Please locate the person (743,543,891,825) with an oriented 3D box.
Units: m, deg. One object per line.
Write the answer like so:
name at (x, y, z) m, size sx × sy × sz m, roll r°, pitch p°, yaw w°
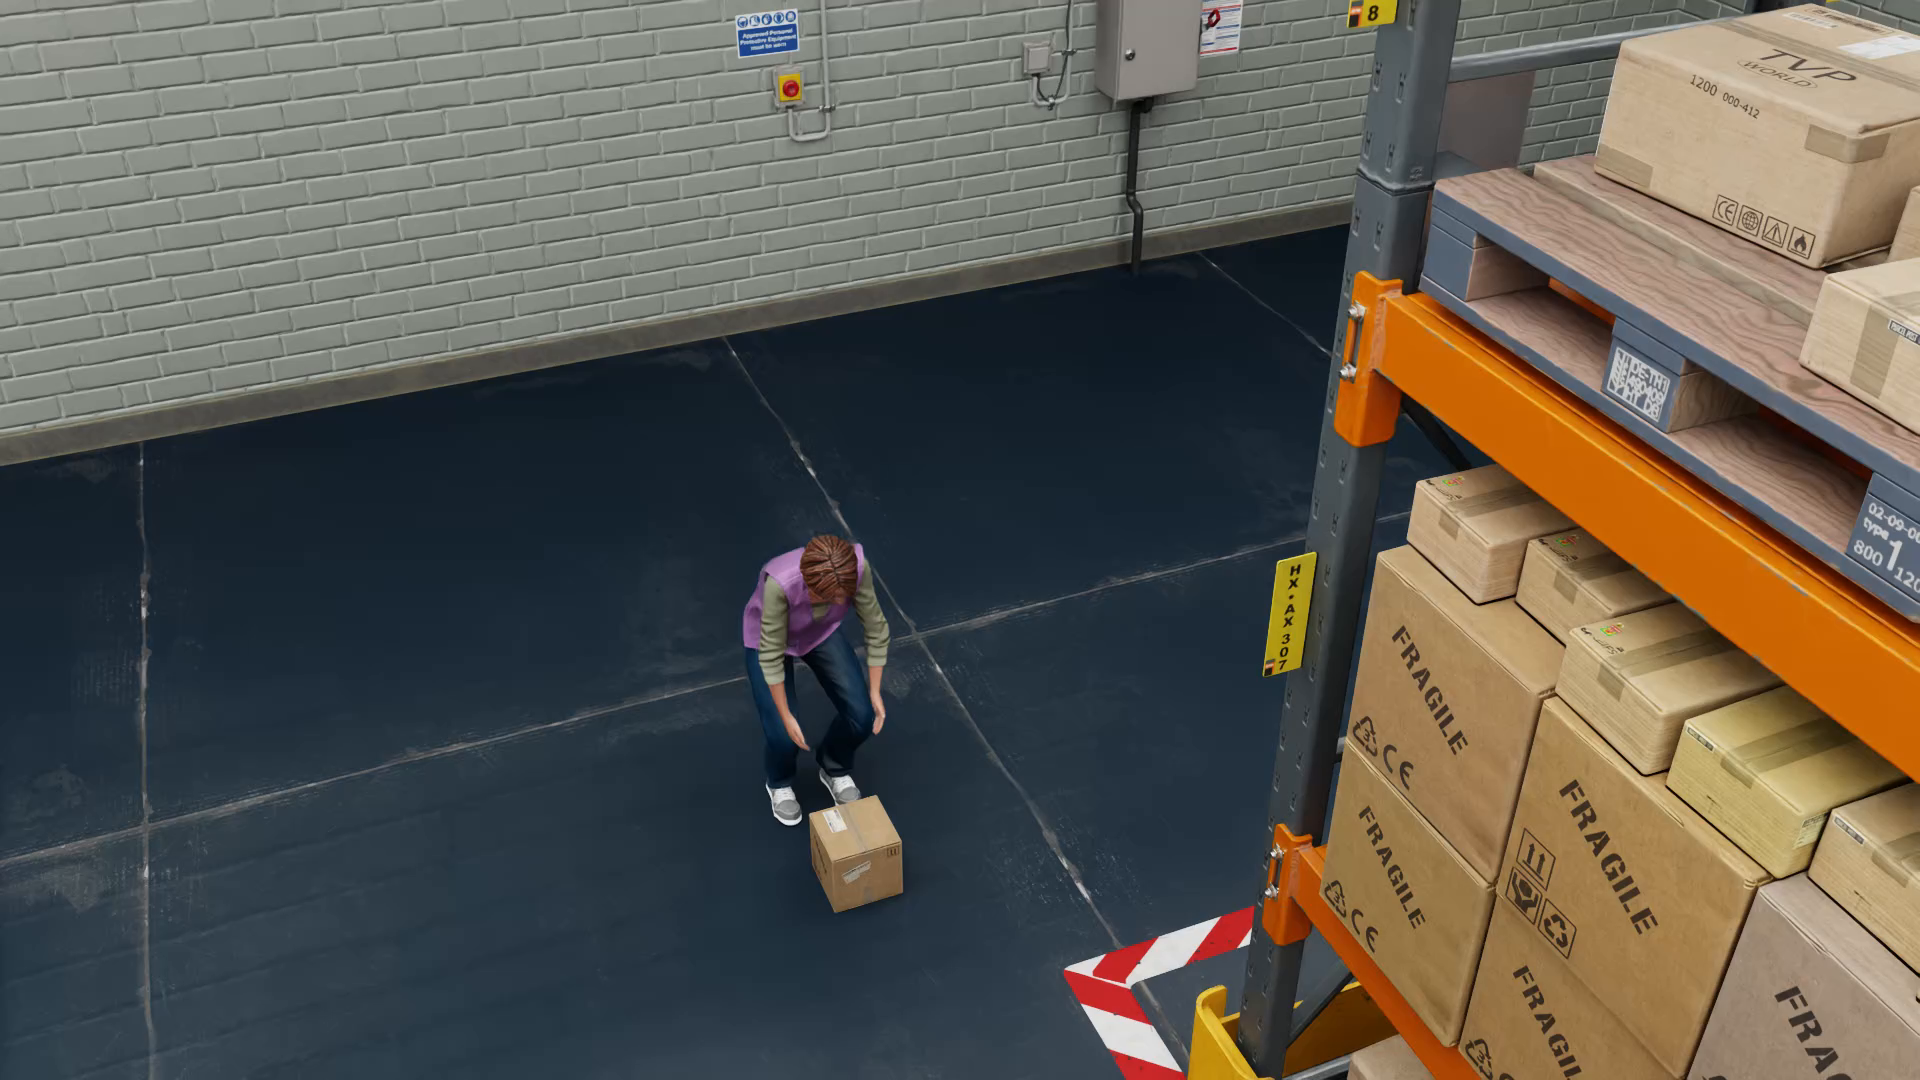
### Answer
person at (-0.496, 0.443, 5.791) m, size 0.463 × 1.270 × 0.673 m, roll -13°, pitch 36°, yaw -19°
